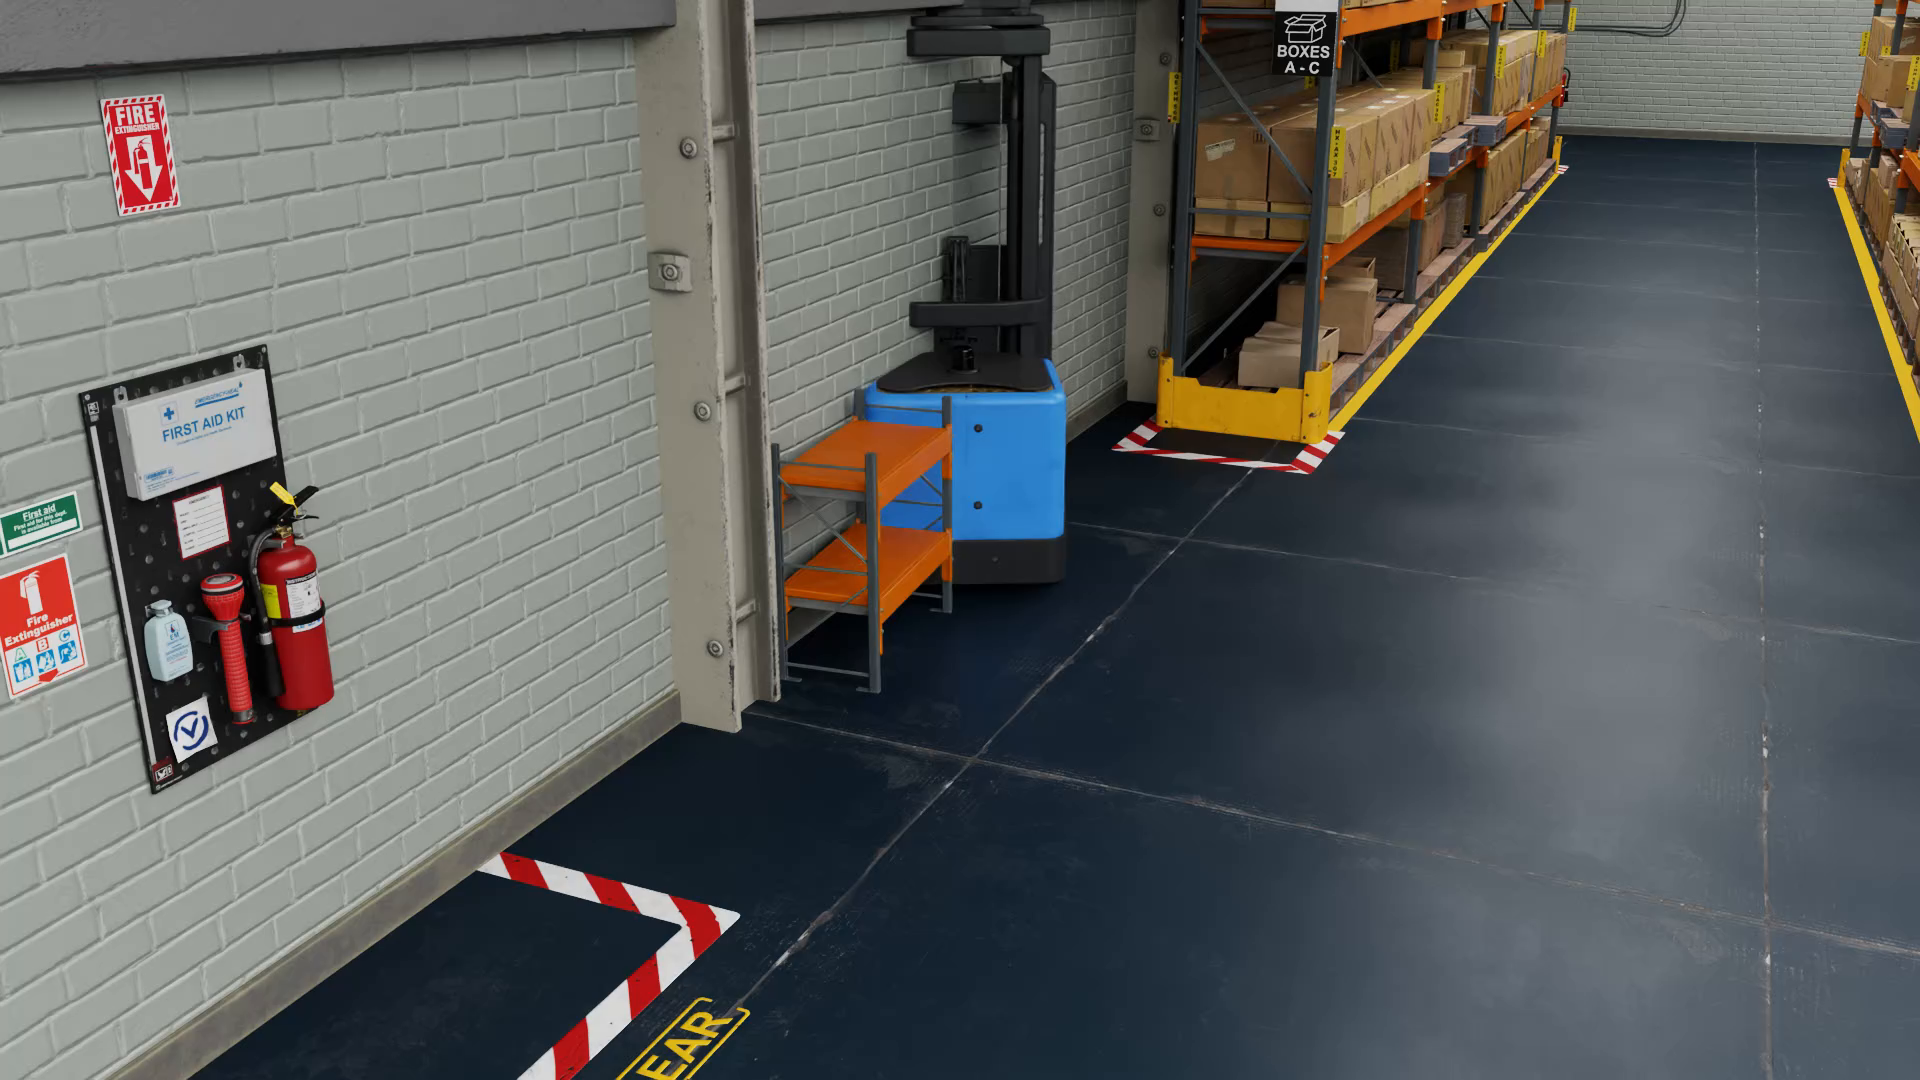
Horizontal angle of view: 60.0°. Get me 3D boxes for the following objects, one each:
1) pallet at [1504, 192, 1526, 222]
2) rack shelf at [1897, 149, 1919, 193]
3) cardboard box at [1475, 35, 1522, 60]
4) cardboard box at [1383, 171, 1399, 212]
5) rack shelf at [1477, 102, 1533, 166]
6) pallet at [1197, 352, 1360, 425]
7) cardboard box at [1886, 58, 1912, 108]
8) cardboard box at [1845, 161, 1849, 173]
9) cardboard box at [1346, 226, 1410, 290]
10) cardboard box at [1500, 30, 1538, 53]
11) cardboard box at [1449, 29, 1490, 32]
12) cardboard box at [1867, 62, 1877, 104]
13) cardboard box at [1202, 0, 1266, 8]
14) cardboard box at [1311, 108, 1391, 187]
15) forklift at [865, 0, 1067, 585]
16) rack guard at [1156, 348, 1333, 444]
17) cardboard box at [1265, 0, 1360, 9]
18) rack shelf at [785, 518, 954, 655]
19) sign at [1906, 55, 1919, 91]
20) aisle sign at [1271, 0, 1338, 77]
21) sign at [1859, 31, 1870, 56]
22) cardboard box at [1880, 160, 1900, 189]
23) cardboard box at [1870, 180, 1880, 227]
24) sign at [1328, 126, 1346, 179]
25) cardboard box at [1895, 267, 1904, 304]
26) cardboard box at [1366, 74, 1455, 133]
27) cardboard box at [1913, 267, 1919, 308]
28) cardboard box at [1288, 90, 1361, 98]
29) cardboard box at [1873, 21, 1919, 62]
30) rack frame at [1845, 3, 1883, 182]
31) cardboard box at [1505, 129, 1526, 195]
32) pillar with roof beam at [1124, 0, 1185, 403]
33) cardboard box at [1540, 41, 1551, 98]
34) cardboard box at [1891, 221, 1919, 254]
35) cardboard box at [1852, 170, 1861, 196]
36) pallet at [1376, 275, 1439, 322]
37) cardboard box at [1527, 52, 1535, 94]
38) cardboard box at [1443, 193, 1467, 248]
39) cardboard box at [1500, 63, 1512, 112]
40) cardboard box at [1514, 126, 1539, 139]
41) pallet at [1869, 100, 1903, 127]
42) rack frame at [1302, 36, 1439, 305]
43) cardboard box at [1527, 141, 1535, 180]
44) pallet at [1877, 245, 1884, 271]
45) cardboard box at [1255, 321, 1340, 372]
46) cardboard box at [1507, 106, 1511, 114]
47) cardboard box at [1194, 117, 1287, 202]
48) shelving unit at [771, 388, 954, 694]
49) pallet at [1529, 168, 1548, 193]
[{"bbox_3d":[6.603,-4.276,21.178,1.003,0.211,1.213,9,21,23],"label":"pallet"},{"bbox_3d":[8.914,-2.984,14.458,1.077,0.370,4.000,9,21,23],"label":"rack shelf"},{"bbox_3d":[6.257,-5.741,19.394,0.500,0.250,0.500,8,21,22],"label":"cardboard box"},{"bbox_3d":[3.048,-2.682,12.728,0.500,0.250,0.500,9,21,23],"label":"cardboard box"},{"bbox_3d":[6.031,-4.886,19.804,1.077,0.370,4.000,9,21,23],"label":"rack shelf"},{"bbox_3d":[2.332,-1.121,12.305,1.003,0.211,1.213,9,21,23],"label":"pallet"},{"bbox_3d":[10.749,-5.069,18.471,0.700,0.500,0.500,12,23,31],"label":"cardboard box"},{"bbox_3d":[12.524,-5.164,23.110,0.380,0.149,0.250,9,21,23],"label":"cardboard box"},{"bbox_3d":[3.860,-2.647,15.510,0.700,0.500,0.500,9,22,25],"label":"cardboard box"},{"bbox_3d":[6.892,-6.208,20.707,0.500,0.250,0.500,9,22,24],"label":"cardboard box"},{"bbox_3d":[6.424,-6.281,20.912,0.500,0.250,0.500,9,22,24],"label":"cardboard box"},{"bbox_3d":[11.965,-5.864,21.332,0.500,0.500,0.500,9,21,23],"label":"cardboard box"},{"bbox_3d":[1.876,-3.800,11.021,0.500,0.500,0.500,10,22,27],"label":"cardboard box"},{"bbox_3d":[2.834,-2.871,12.141,0.500,0.500,0.500,8,21,21],"label":"cardboard box"},{"bbox_3d":[-0.033,-1.591,9.567,1.130,2.935,3.031,-1,20,-2],"label":"forklift"},{"bbox_3d":[1.967,-1.013,11.572,1.175,0.500,0.348,9,21,23],"label":"rack guard"},{"bbox_3d":[2.301,-3.706,10.756,0.500,0.500,0.500,9,22,24],"label":"cardboard box"},{"bbox_3d":[-0.440,0.202,7.951,0.538,0.278,1.000,6,21,17],"label":"rack shelf"},{"bbox_3d":[9.234,-4.515,16.077,0.100,0.325,0.005,9,21,23],"label":"sign"},{"bbox_3d":[2.180,-3.329,10.475,0.394,0.787,0.004,9,21,23],"label":"aisle sign"},{"bbox_3d":[12.513,-6.863,22.997,0.100,0.325,0.005,9,21,23],"label":"sign"},{"bbox_3d":[10.336,-3.967,18.101,0.500,0.250,0.500,8,21,22],"label":"cardboard box"},{"bbox_3d":[10.530,-3.756,18.628,0.500,0.500,0.500,9,21,23],"label":"cardboard box"},{"bbox_3d":[2.431,-2.501,10.733,0.100,0.325,0.005,9,21,23],"label":"sign"},{"bbox_3d":[8.627,-2.247,14.788,0.500,0.250,0.500,9,21,24],"label":"cardboard box"},{"bbox_3d":[4.290,-4.171,15.916,0.700,0.500,0.500,12,23,30],"label":"cardboard box"},{"bbox_3d":[7.999,-2.042,13.373,0.500,0.311,0.500,9,21,23],"label":"cardboard box"},{"bbox_3d":[2.976,-3.410,13.656,0.500,0.500,0.500,8,21,22],"label":"cardboard box"},{"bbox_3d":[11.963,-6.331,21.151,0.500,0.500,0.500,8,21,22],"label":"cardboard box"},{"bbox_3d":[13.009,-6.380,22.933,1.000,3.000,0.127,9,21,23],"label":"rack frame"},{"bbox_3d":[6.702,-4.805,21.084,0.750,0.750,0.750,9,21,23],"label":"cardboard box"},{"bbox_3d":[5.361,-4.736,9.357,9.100,9.000,0.400,9,21,23],"label":"pillar with roof beam"},{"bbox_3d":[7.391,-6.363,22.438,0.980,0.700,0.700,8,21,21],"label":"cardboard box"},{"bbox_3d":[9.043,-2.820,15.561,0.500,0.311,0.500,8,21,21],"label":"cardboard box"},{"bbox_3d":[11.652,-4.540,21.115,0.500,0.311,0.500,9,21,23],"label":"cardboard box"},{"bbox_3d":[3.891,-2.315,15.663,1.003,0.211,1.213,9,21,23],"label":"pallet"},{"bbox_3d":[6.891,-5.857,20.839,0.500,0.500,0.500,8,21,22],"label":"cardboard box"},{"bbox_3d":[4.965,-3.416,17.670,0.700,0.500,0.500,9,21,23],"label":"cardboard box"},{"bbox_3d":[5.867,-5.082,18.660,0.500,0.500,0.500,9,22,24],"label":"cardboard box"},{"bbox_3d":[7.770,-5.616,22.918,0.380,0.149,0.250,8,21,21],"label":"cardboard box"},{"bbox_3d":[10.944,-4.838,18.882,1.003,0.211,1.213,9,21,23],"label":"pallet"},{"bbox_3d":[3.574,-3.391,14.526,1.000,3.000,0.127,9,21,23],"label":"rack frame"},{"bbox_3d":[7.458,-5.224,22.785,0.700,0.500,0.500,8,21,22],"label":"cardboard box"},{"bbox_3d":[10.073,-2.844,17.151,1.003,0.211,1.213,9,21,23],"label":"pallet"},{"bbox_3d":[2.535,-1.482,12.515,0.500,0.311,0.500,11,22,27],"label":"cardboard box"},{"bbox_3d":[6.409,-5.203,19.966,0.380,0.149,0.250,8,21,21],"label":"cardboard box"},{"bbox_3d":[1.935,-2.633,11.471,0.500,0.500,0.500,8,21,22],"label":"cardboard box"},{"bbox_3d":[-0.440,-0.028,7.869,0.538,1.125,1.048,6,21,17],"label":"shelving unit"},{"bbox_3d":[7.731,-5.118,23.546,1.003,0.211,1.213,9,21,23],"label":"pallet"}]
